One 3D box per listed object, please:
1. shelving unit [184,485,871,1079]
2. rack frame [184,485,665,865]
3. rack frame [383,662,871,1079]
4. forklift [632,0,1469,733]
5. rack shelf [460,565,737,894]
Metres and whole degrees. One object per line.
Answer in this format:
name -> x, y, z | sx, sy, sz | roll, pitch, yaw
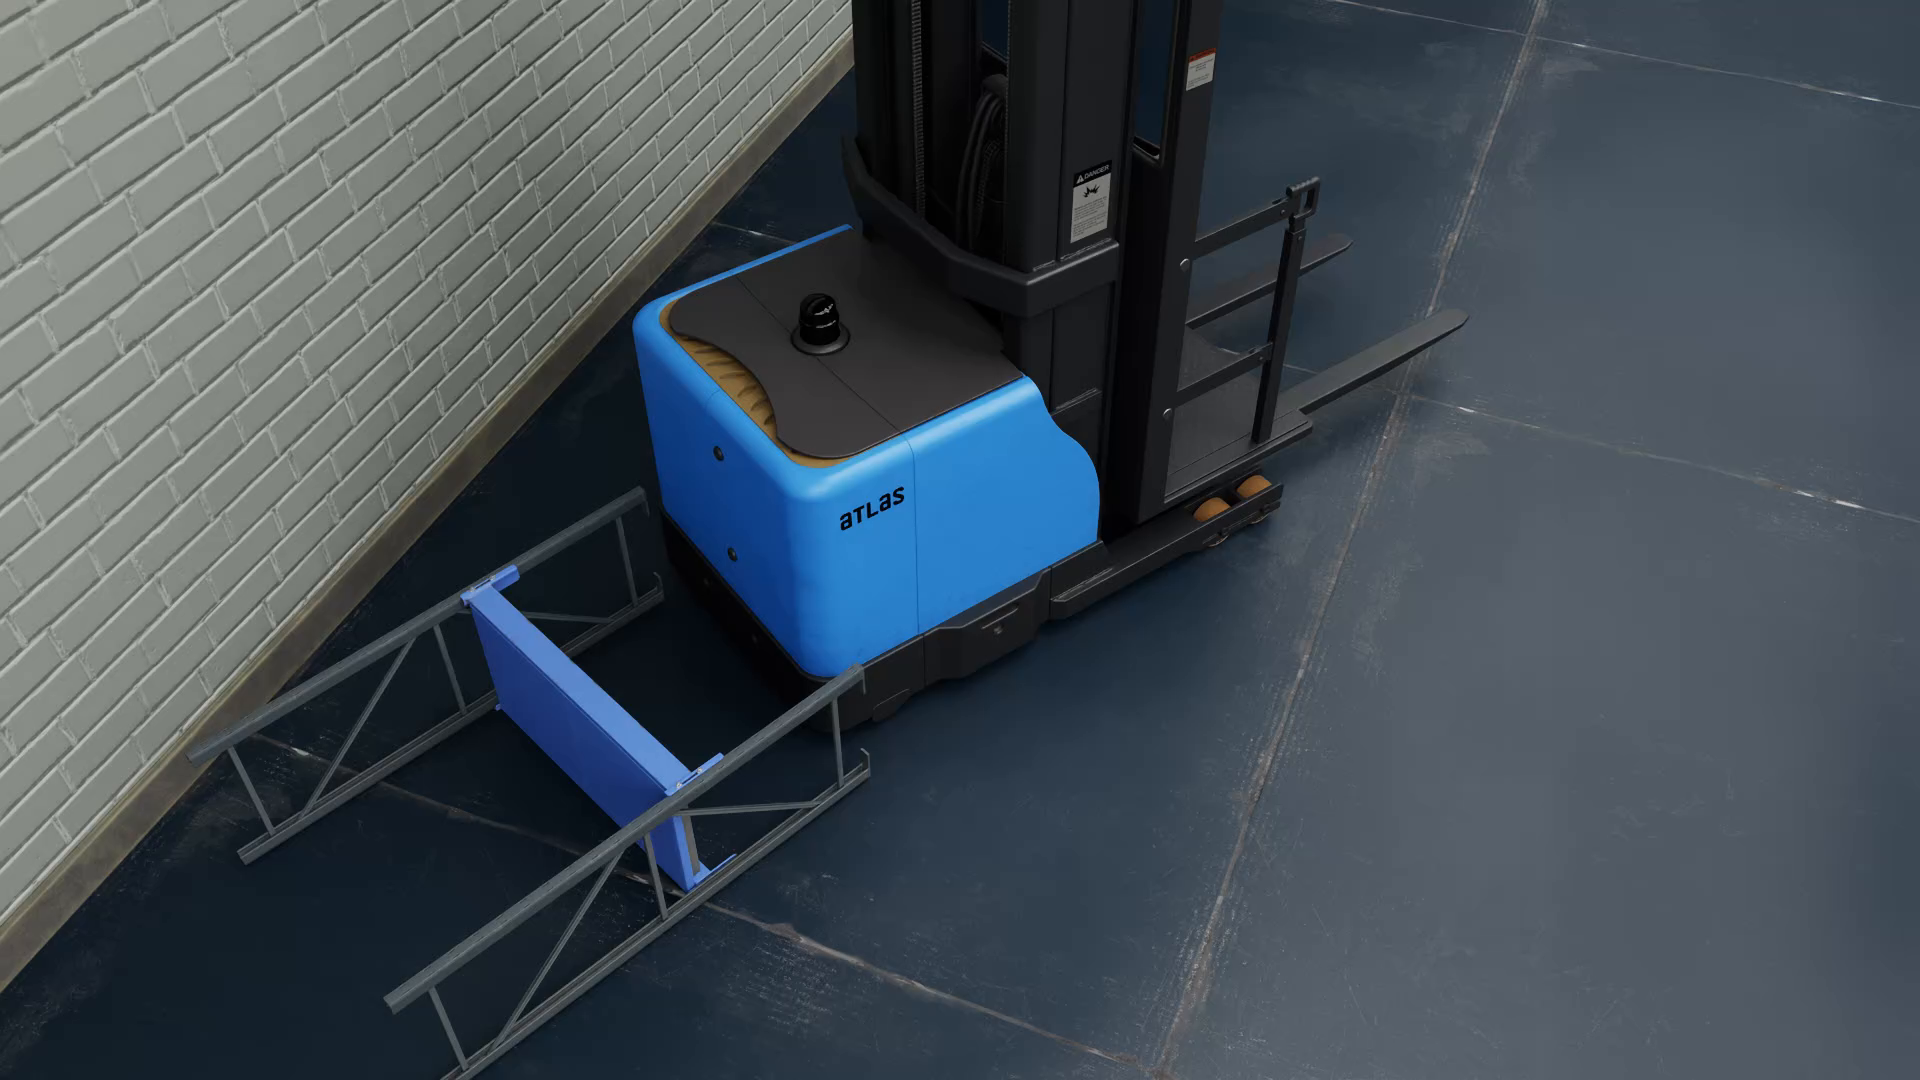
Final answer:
shelving unit -> -1.172, 0.640, 4.725 | 1.500, 0.538, 1.048 | -35, 54, -30
rack frame -> -1.527, 0.383, 4.983 | 1.500, 0.500, 0.032 | -35, 54, -30
rack frame -> -0.817, 0.896, 4.468 | 1.500, 0.500, 0.032 | -35, 54, -30
forklift -> 0.505, -1.296, 4.974 | 3.031, 2.935, 1.130 | -27, 51, -24
rack shelf -> -1.043, 0.551, 4.814 | 0.185, 0.538, 1.000 | -35, 54, -30
